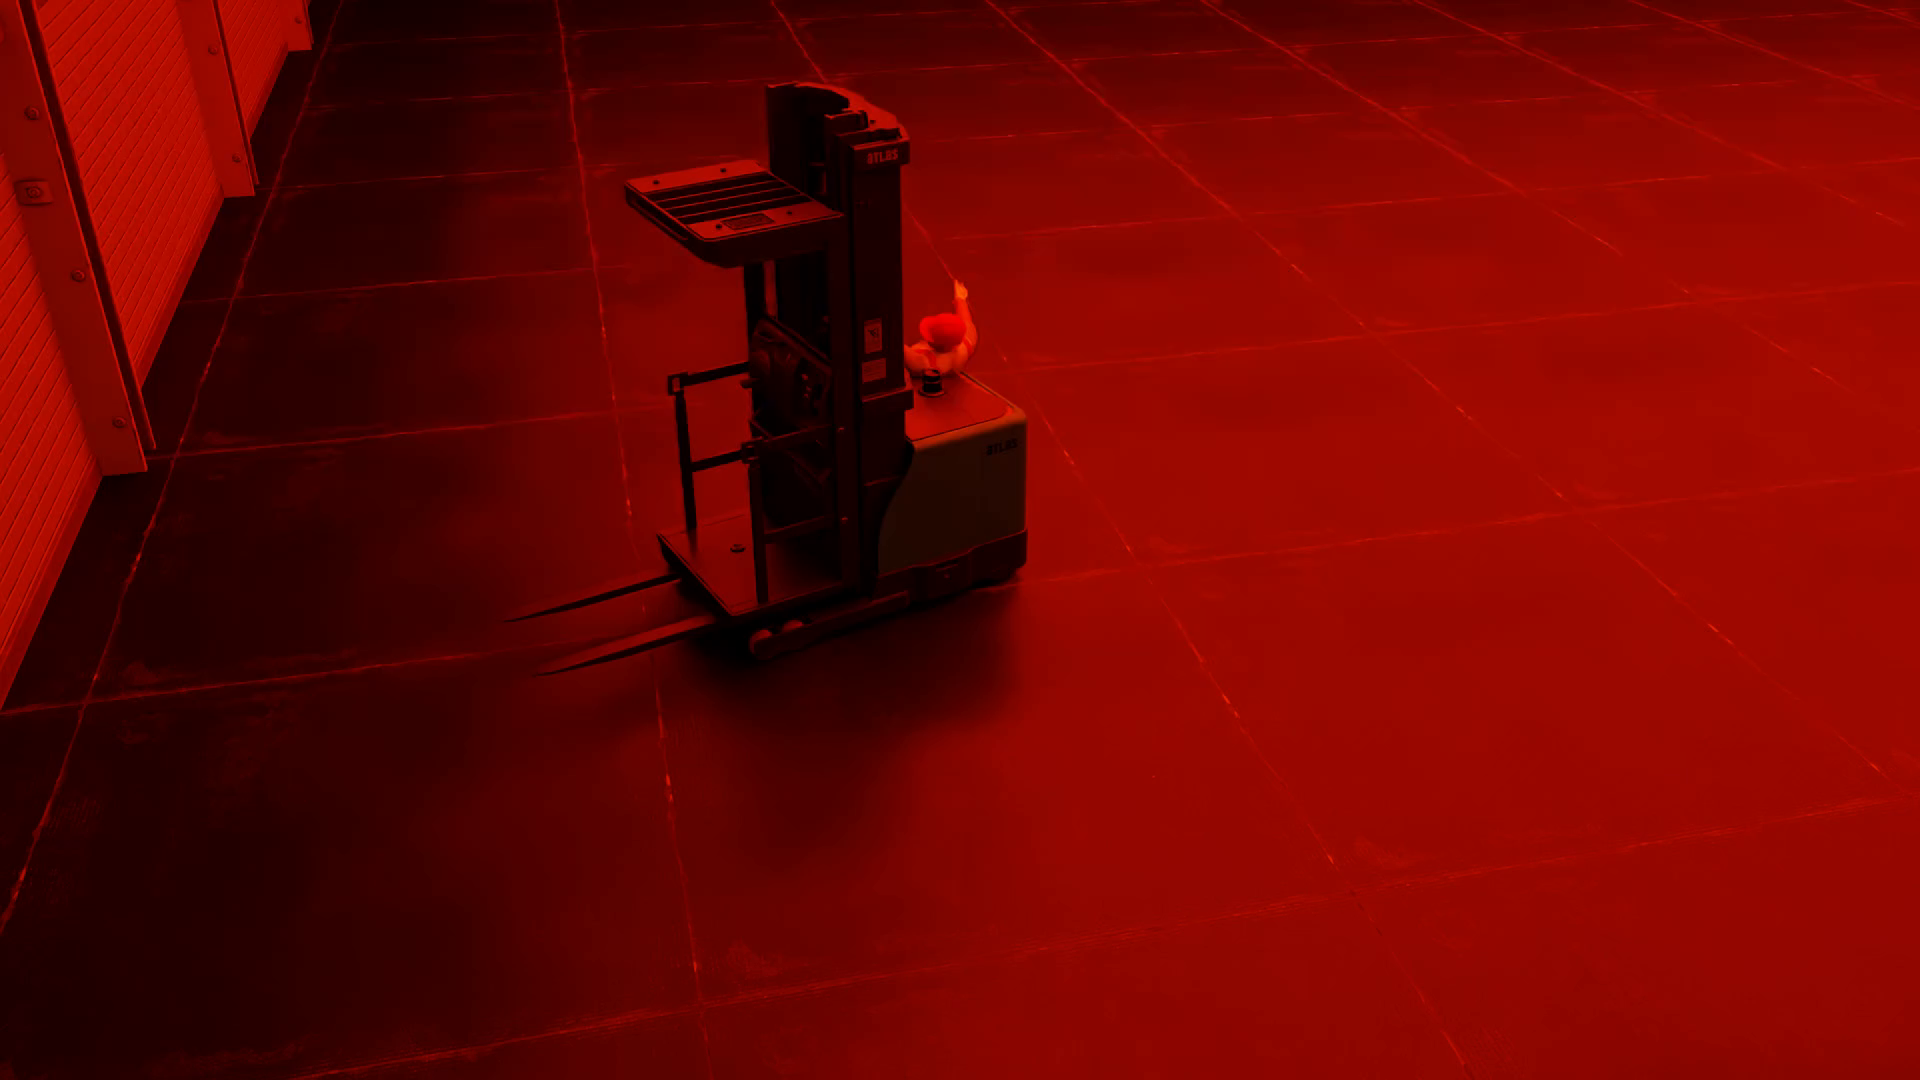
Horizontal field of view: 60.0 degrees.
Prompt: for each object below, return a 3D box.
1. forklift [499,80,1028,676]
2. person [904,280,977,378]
[{"bbox_3d":[-1.119,-0.897,9.123,3.031,2.935,1.130,-17,34,-27],"label":"forklift"},{"bbox_3d":[-0.122,-0.964,10.507,0.702,1.621,1.080,17,34,26],"label":"person"}]
